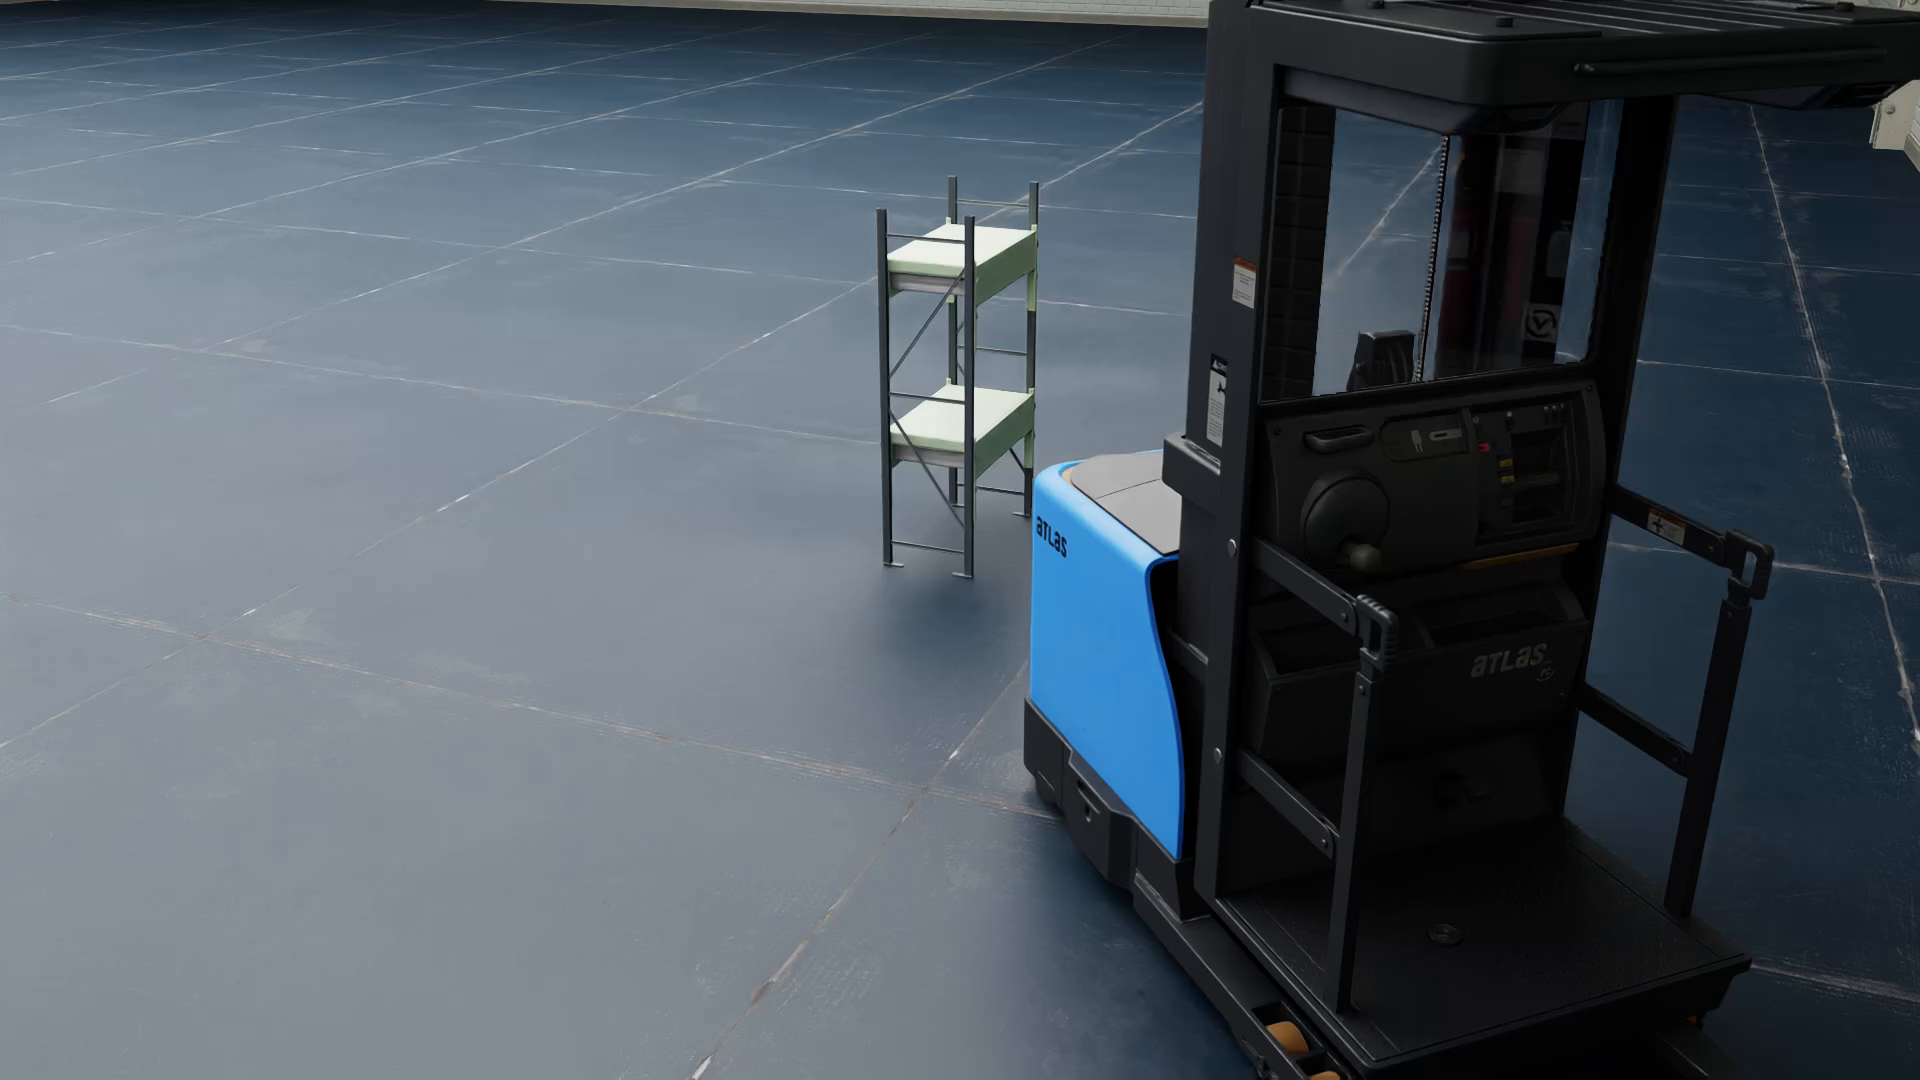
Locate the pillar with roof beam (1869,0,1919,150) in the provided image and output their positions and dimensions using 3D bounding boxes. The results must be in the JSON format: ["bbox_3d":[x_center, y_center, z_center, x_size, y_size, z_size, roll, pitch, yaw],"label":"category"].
[{"bbox_3d":[5.348,-8.733,16.483,9.100,9.000,0.400,9,24,20],"label":"pillar with roof beam"}]

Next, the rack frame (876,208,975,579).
[{"bbox_3d":[-0.133,-0.563,6.653,0.400,1.500,0.023,9,24,20],"label":"rack frame"}]

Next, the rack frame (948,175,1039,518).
[{"bbox_3d":[0.138,-0.825,7.280,0.400,1.500,0.023,9,24,20],"label":"rack frame"}]

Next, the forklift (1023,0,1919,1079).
[{"bbox_3d":[1.216,-0.126,3.750,1.130,2.935,3.031,-9,24,-20],"label":"forklift"}]

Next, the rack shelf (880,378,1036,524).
[{"bbox_3d":[0.002,-0.394,7.092,0.431,0.370,0.720,9,24,20],"label":"rack shelf"}]

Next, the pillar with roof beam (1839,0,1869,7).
[{"bbox_3d":[7.576,-10.880,21.623,9.100,9.000,0.400,9,24,20],"label":"pillar with roof beam"}]

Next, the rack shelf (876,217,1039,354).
[{"bbox_3d":[0.002,-1.055,6.816,0.431,0.370,0.720,9,24,20],"label":"rack shelf"}]

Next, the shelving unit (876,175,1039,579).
[{"bbox_3d":[0.002,-0.694,6.967,0.431,1.500,0.755,9,24,20],"label":"shelving unit"}]
